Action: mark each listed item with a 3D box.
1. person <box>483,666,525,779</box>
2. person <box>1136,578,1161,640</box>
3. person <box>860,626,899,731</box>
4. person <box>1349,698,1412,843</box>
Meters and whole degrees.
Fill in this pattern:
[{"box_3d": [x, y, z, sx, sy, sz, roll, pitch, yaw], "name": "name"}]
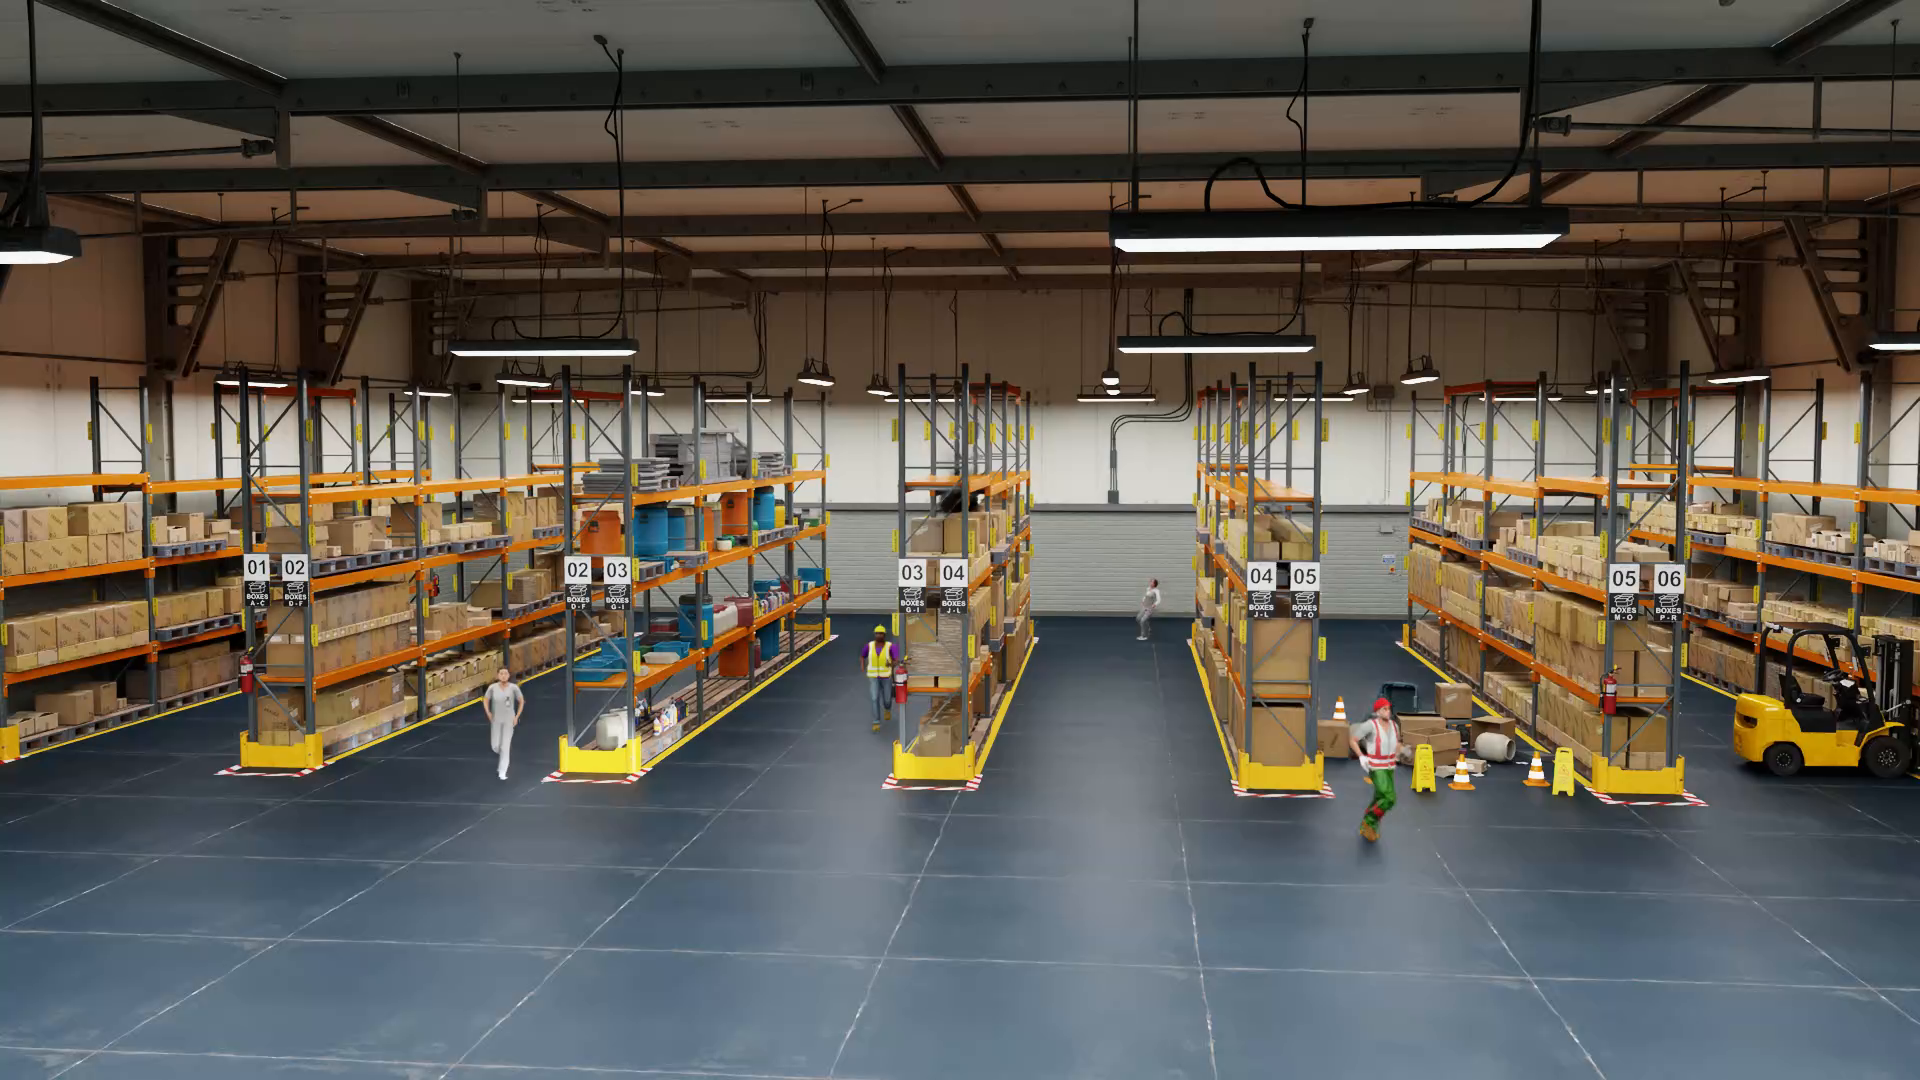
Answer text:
[{"box_3d": [-6.660, 2.641, 24.294, 0.588, 1.632, 0.562, 0, 4, -6], "name": "person"}, {"box_3d": [4.521, 1.679, 40.066, 0.457, 1.488, 0.613, -2, 4, -29], "name": "person"}, {"box_3d": [-1.357, 2.322, 28.154, 0.714, 1.743, 0.907, 0, 4, 2], "name": "person"}, {"box_3d": [5.188, 2.812, 20.331, 0.624, 1.770, 0.667, -2, 4, -34], "name": "person"}]
